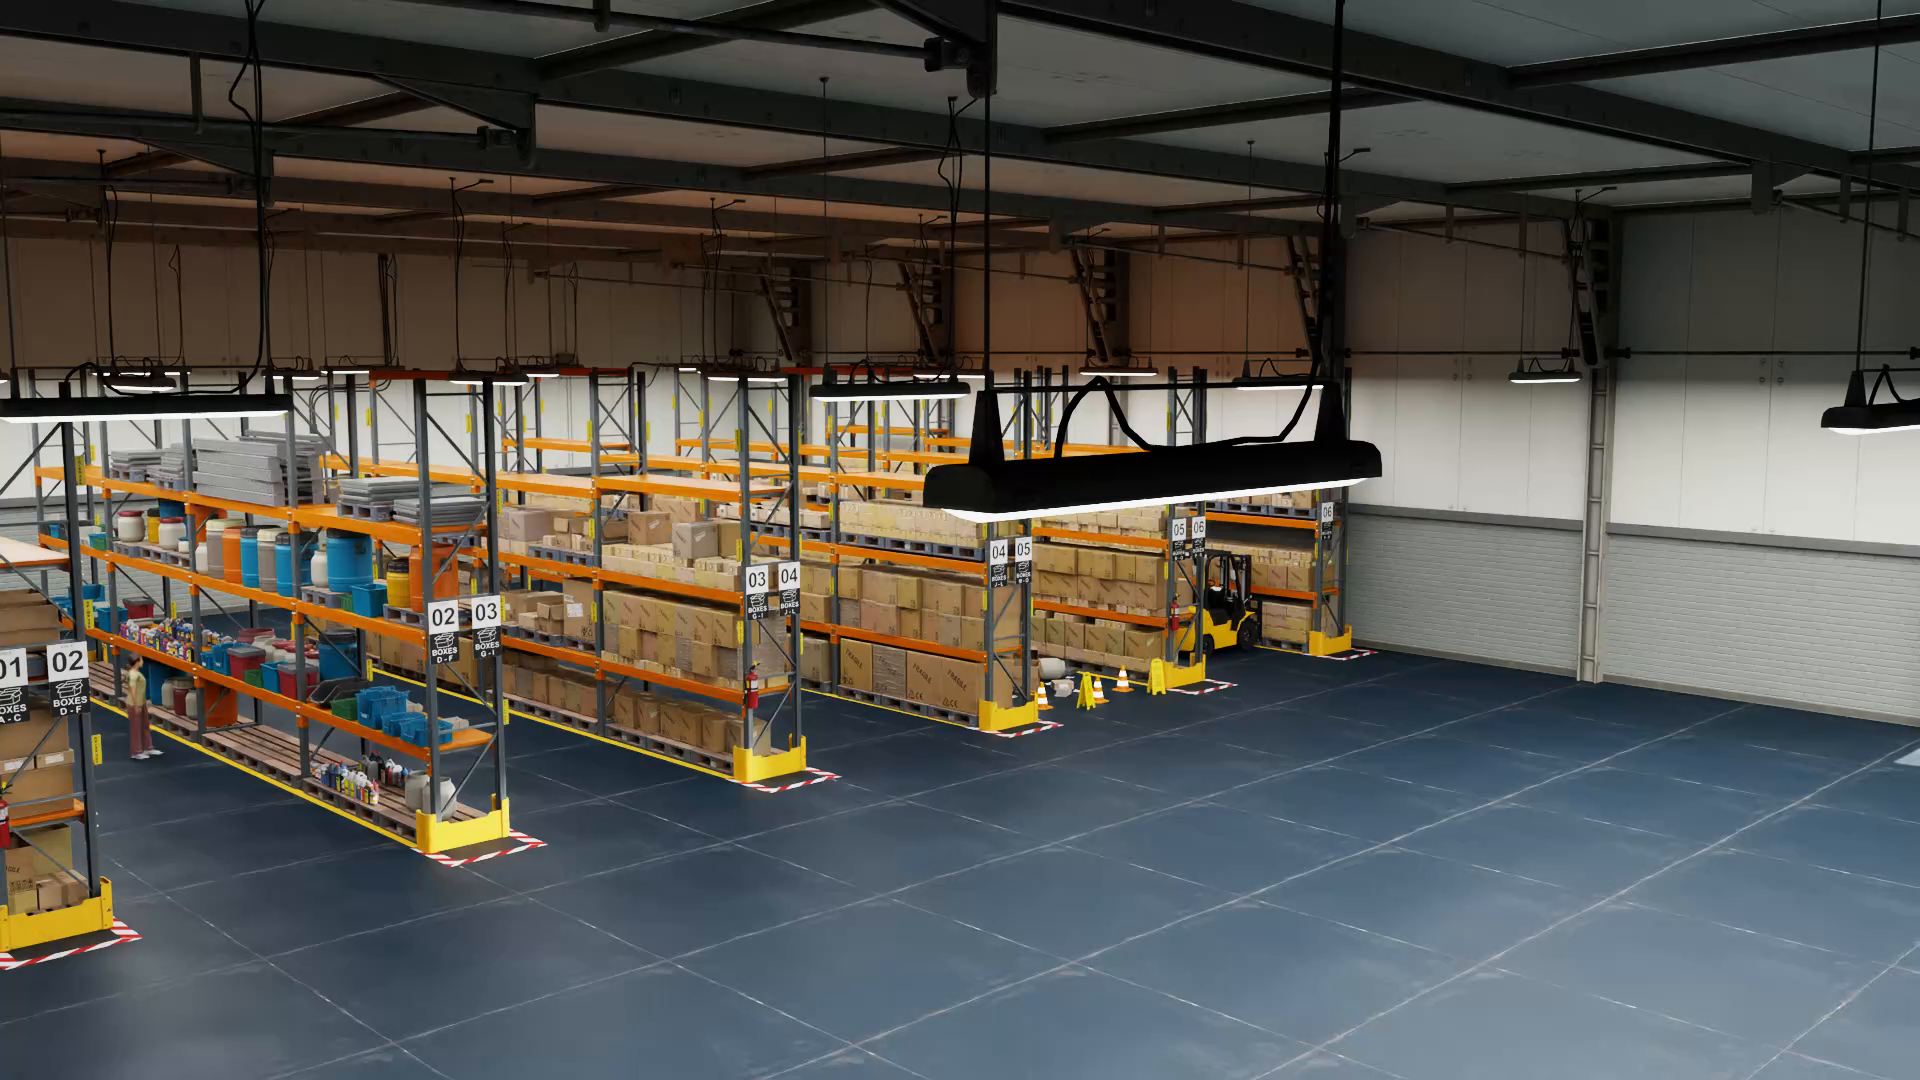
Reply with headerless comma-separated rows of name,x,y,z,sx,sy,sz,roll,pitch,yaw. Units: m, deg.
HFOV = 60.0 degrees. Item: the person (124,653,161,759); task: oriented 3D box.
person,-12.796,2.582,25.974,0.413,1.676,0.510,-1,7,-9
